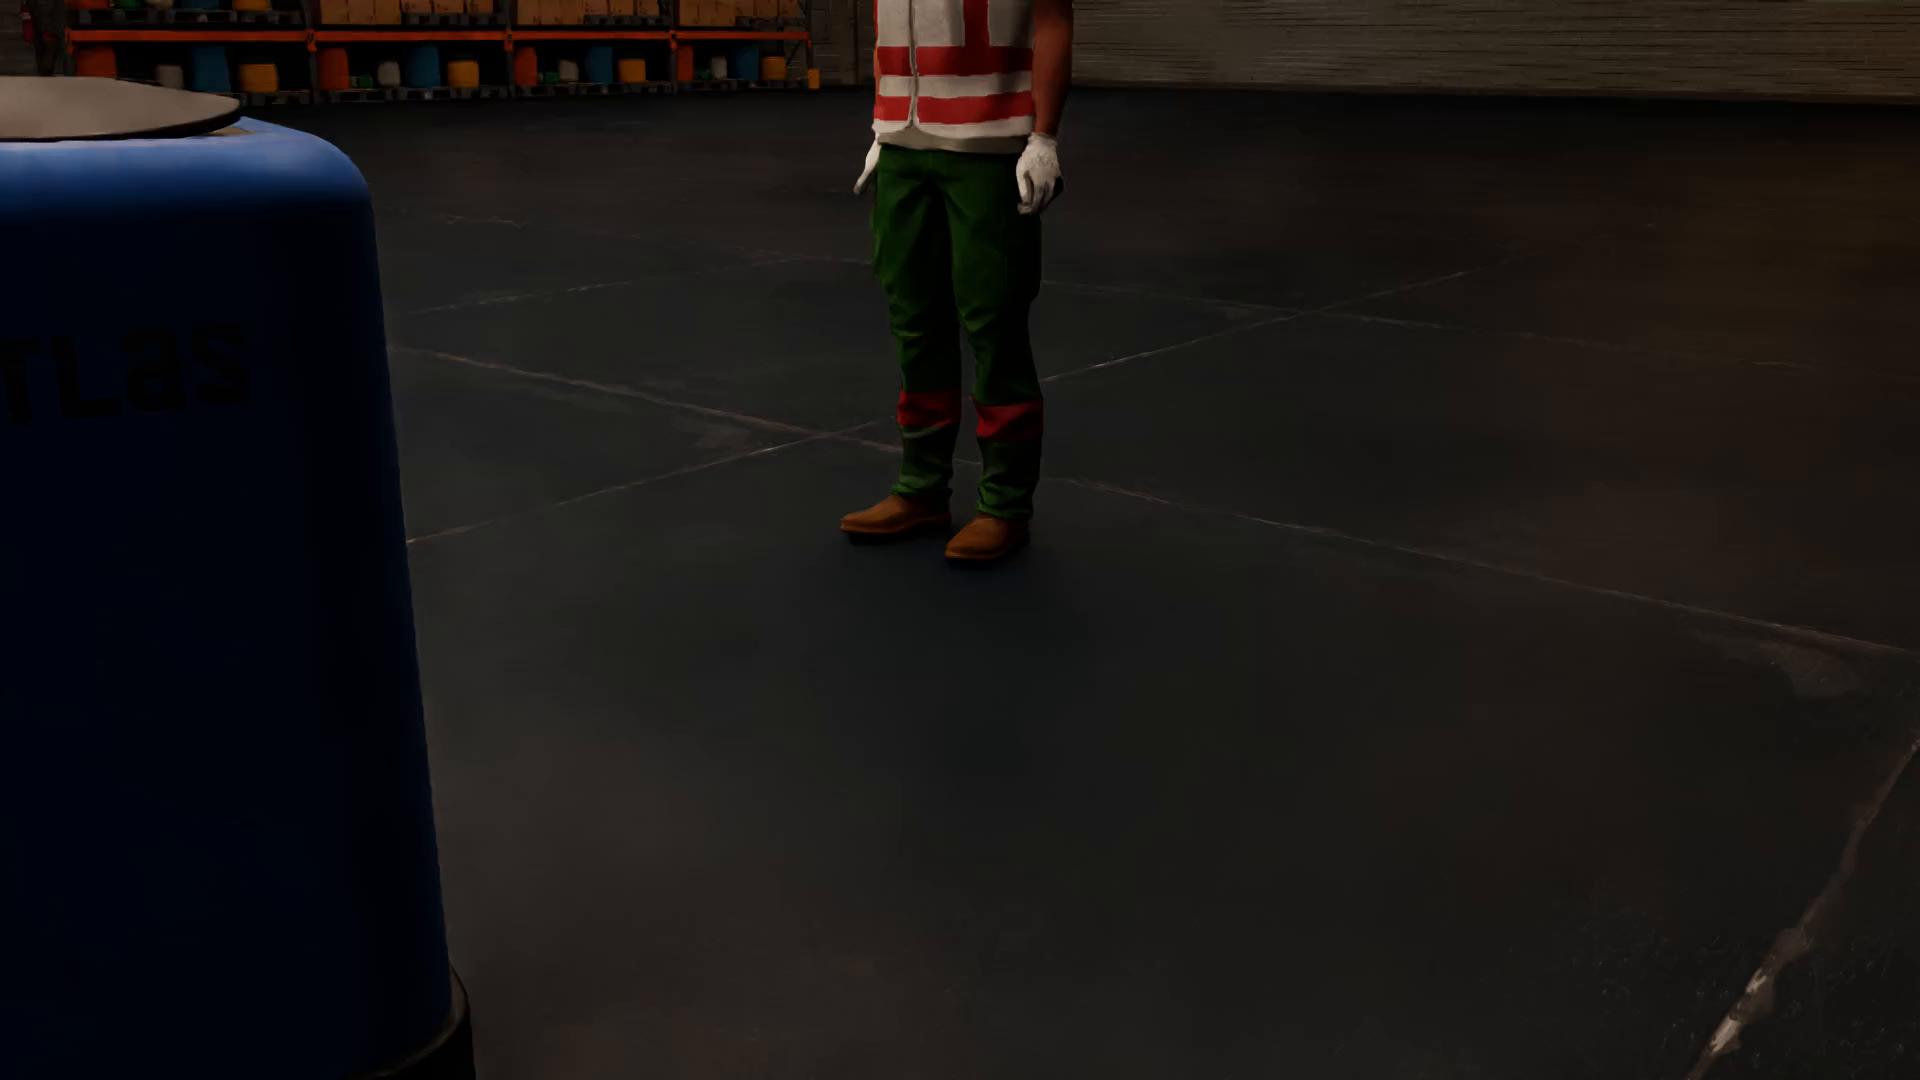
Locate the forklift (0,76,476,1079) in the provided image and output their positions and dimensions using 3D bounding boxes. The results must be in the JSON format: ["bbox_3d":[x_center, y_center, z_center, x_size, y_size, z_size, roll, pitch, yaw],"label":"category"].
[{"bbox_3d":[-1.972,-0.577,0.797,3.031,2.935,1.130,-10,19,-29],"label":"forklift"}]

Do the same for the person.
[{"bbox_3d":[-0.012,-0.852,3.666,0.540,1.795,0.349,13,21,37],"label":"person"}]
